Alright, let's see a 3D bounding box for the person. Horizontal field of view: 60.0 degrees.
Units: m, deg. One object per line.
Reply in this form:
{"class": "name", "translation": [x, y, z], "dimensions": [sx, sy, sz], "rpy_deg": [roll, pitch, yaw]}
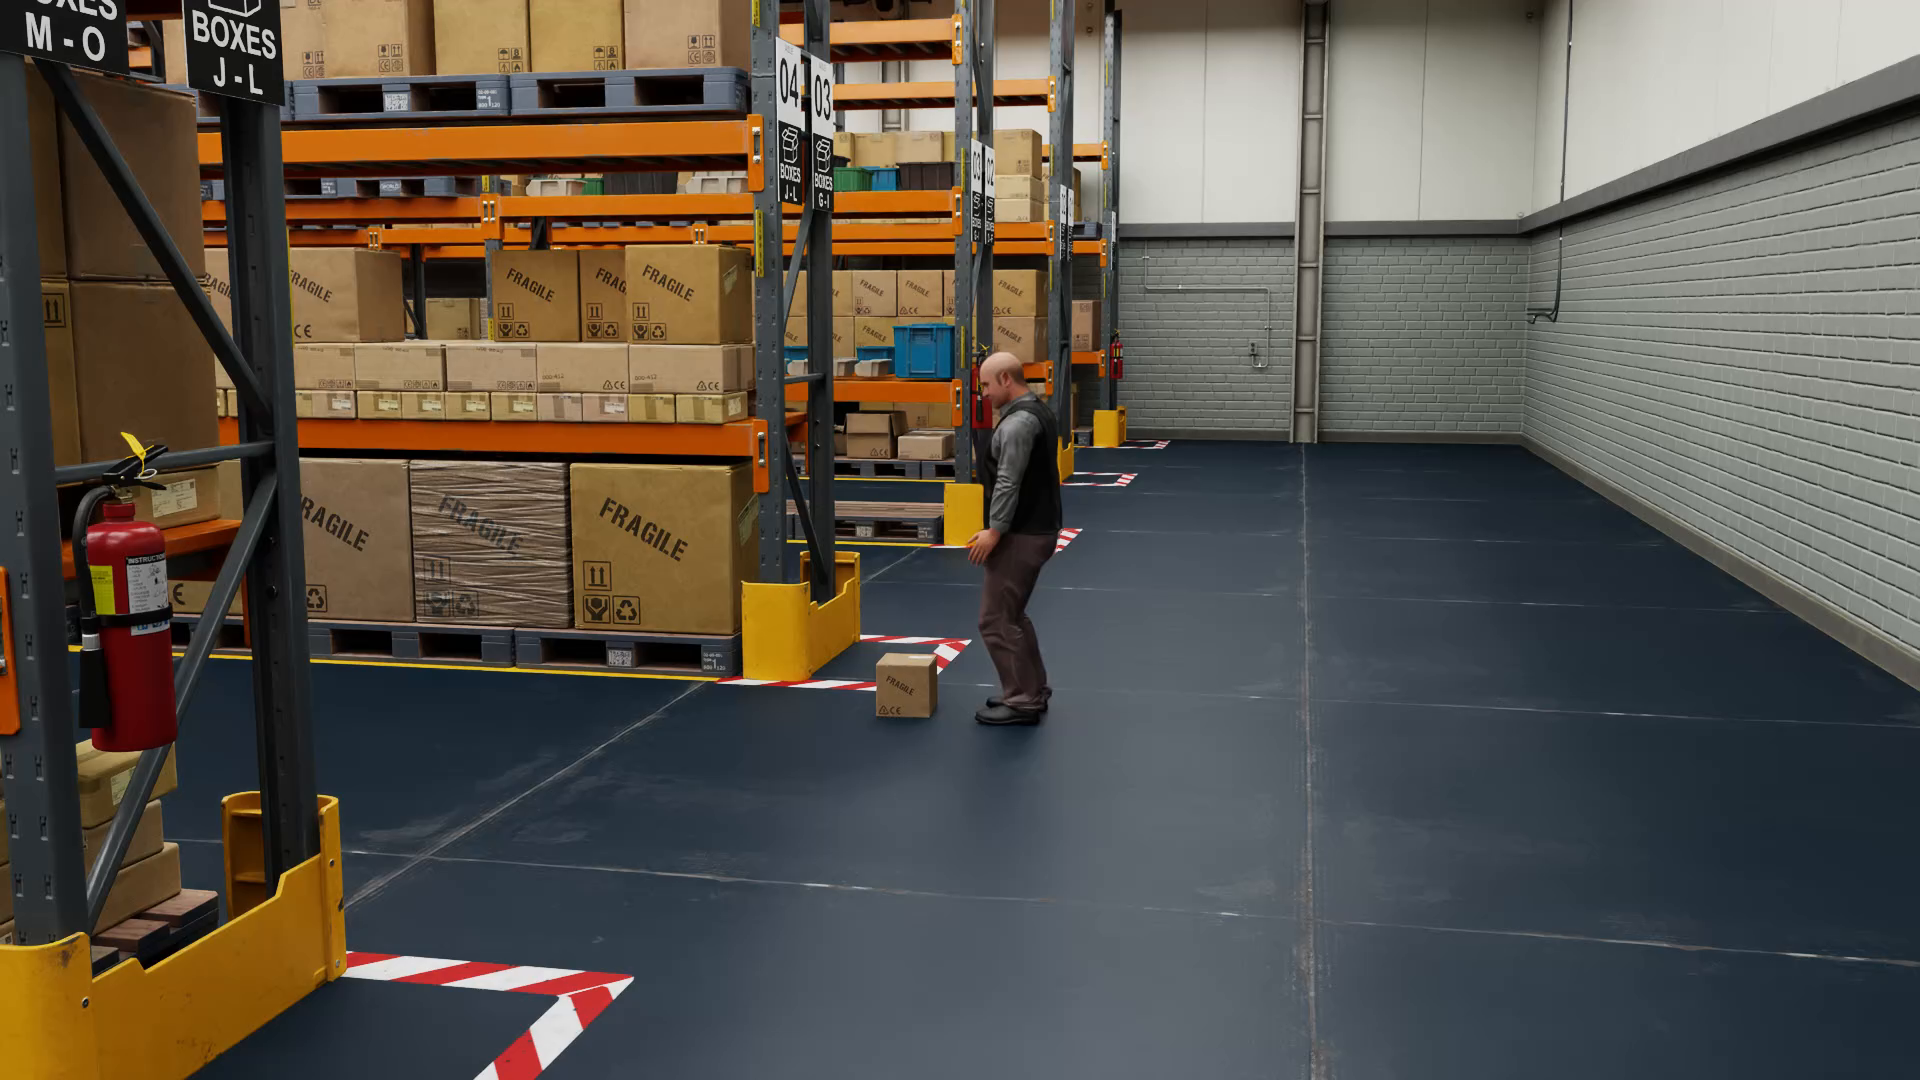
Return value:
{"class": "person", "translation": [0.262, -0.008, 7.602], "dimensions": [0.390, 1.692, 0.549], "rpy_deg": [2, 8, 13]}
